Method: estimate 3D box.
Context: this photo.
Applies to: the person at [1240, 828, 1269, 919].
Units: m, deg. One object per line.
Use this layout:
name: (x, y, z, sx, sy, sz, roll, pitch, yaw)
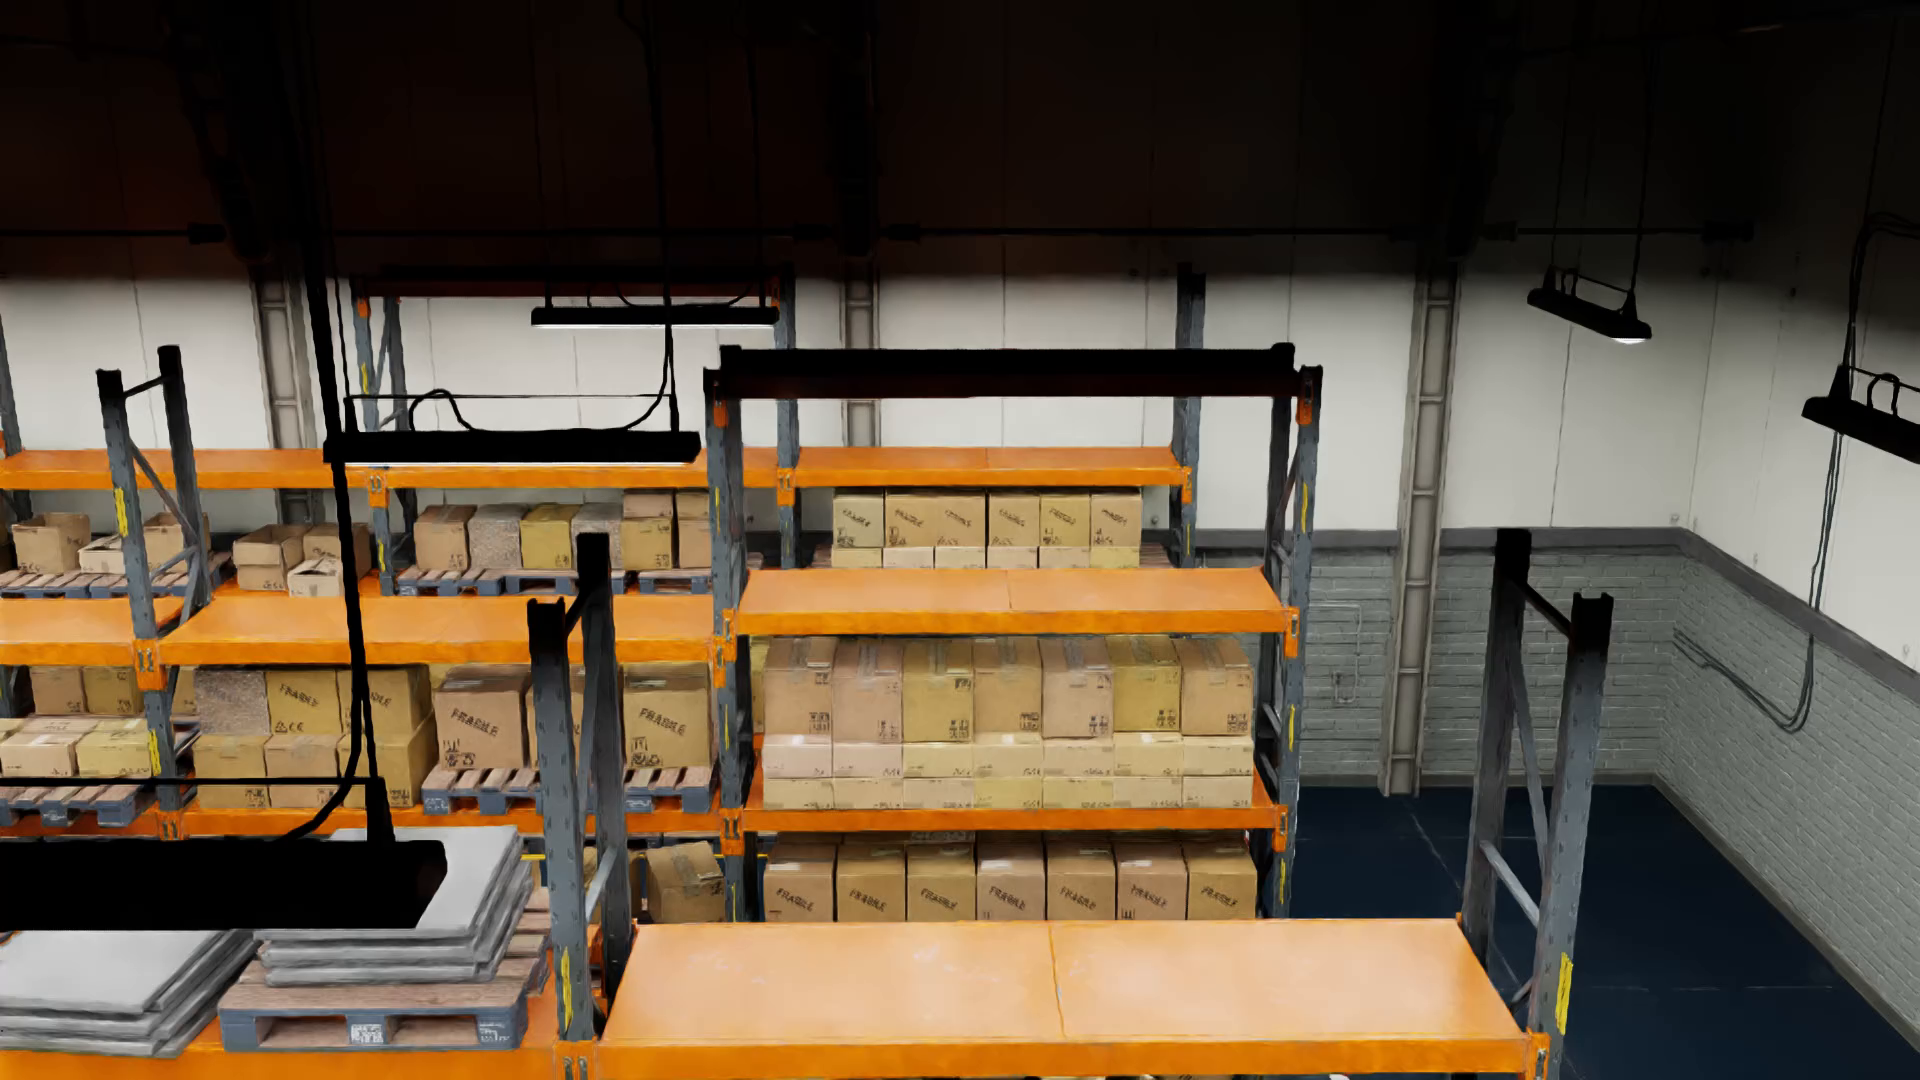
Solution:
person: (2.482, 2.951, 15.603, 1.000, 1.560, 0.478, -3, 16, -9)
